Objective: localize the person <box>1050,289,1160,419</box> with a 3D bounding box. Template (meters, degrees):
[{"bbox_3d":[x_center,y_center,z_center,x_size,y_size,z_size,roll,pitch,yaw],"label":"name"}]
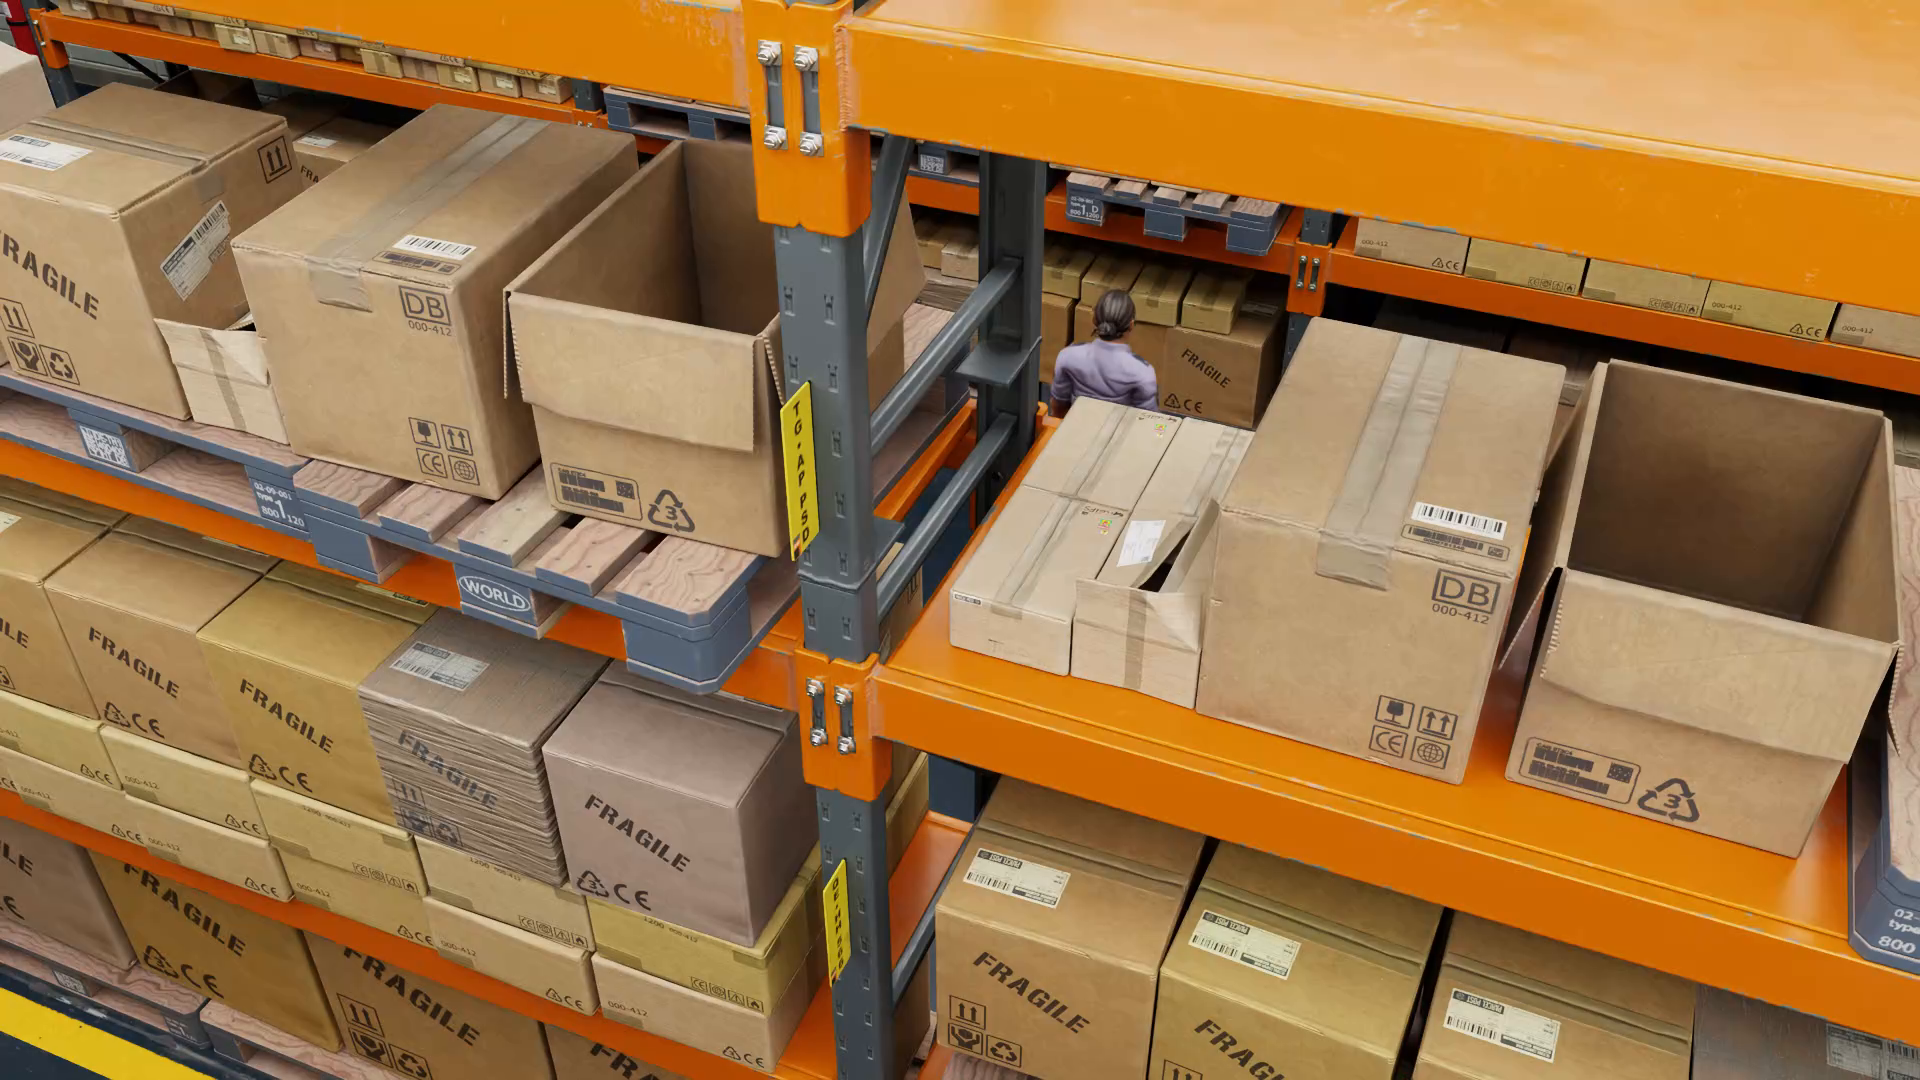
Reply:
[{"bbox_3d":[0.639,-0.325,7.262,0.527,1.676,0.411,14,40,18],"label":"person"}]
